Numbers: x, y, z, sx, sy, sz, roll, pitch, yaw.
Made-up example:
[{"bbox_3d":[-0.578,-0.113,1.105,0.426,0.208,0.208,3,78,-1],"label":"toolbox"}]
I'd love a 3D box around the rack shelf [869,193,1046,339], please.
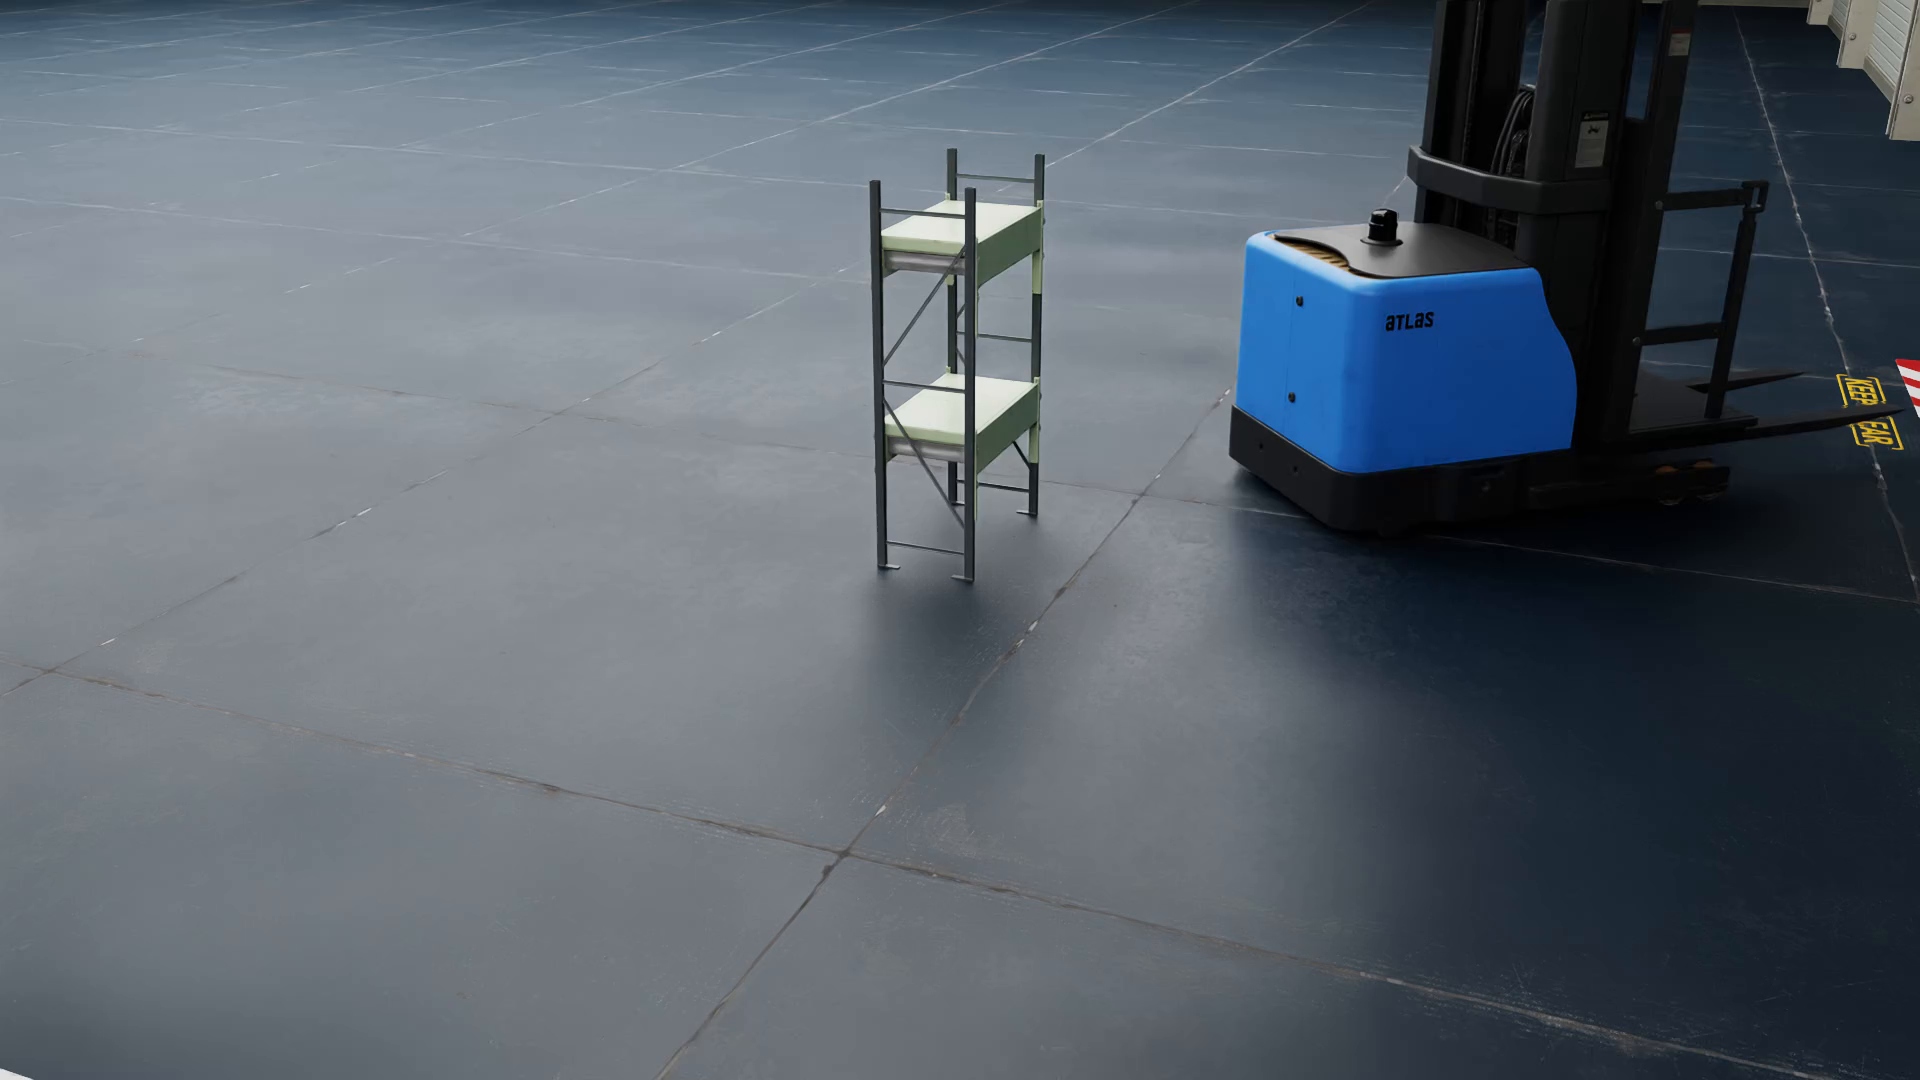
[{"bbox_3d":[0.002,-1.055,6.316,0.431,0.370,0.720,9,24,20],"label":"rack shelf"}]

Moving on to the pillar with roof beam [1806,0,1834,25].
[{"bbox_3d":[9.594,-12.952,26.083,9.100,9.000,0.400,9,24,20],"label":"pillar with roof beam"}]

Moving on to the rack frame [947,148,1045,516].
[{"bbox_3d":[0.138,-0.825,6.780,0.400,1.500,0.023,9,24,20],"label":"rack frame"}]

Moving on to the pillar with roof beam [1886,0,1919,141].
[{"bbox_3d":[5.137,-8.658,15.802,9.100,9.000,0.400,9,24,20],"label":"pillar with roof beam"}]

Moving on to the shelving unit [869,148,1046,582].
[{"bbox_3d":[0.002,-0.694,6.467,0.431,1.500,0.755,9,24,20],"label":"shelving unit"}]

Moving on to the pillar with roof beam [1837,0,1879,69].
[{"bbox_3d":[7.366,-10.805,20.943,9.100,9.000,0.400,9,24,20],"label":"pillar with roof beam"}]

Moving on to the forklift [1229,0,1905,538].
[{"bbox_3d":[2.784,-1.684,6.980,3.031,2.935,1.130,-7,24,-17],"label":"forklift"}]

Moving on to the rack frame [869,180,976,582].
[{"bbox_3d":[-0.133,-0.563,6.153,0.400,1.500,0.023,9,24,20],"label":"rack frame"}]

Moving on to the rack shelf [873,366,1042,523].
[{"bbox_3d":[0.002,-0.394,6.592,0.431,0.370,0.720,9,24,20],"label":"rack shelf"}]
